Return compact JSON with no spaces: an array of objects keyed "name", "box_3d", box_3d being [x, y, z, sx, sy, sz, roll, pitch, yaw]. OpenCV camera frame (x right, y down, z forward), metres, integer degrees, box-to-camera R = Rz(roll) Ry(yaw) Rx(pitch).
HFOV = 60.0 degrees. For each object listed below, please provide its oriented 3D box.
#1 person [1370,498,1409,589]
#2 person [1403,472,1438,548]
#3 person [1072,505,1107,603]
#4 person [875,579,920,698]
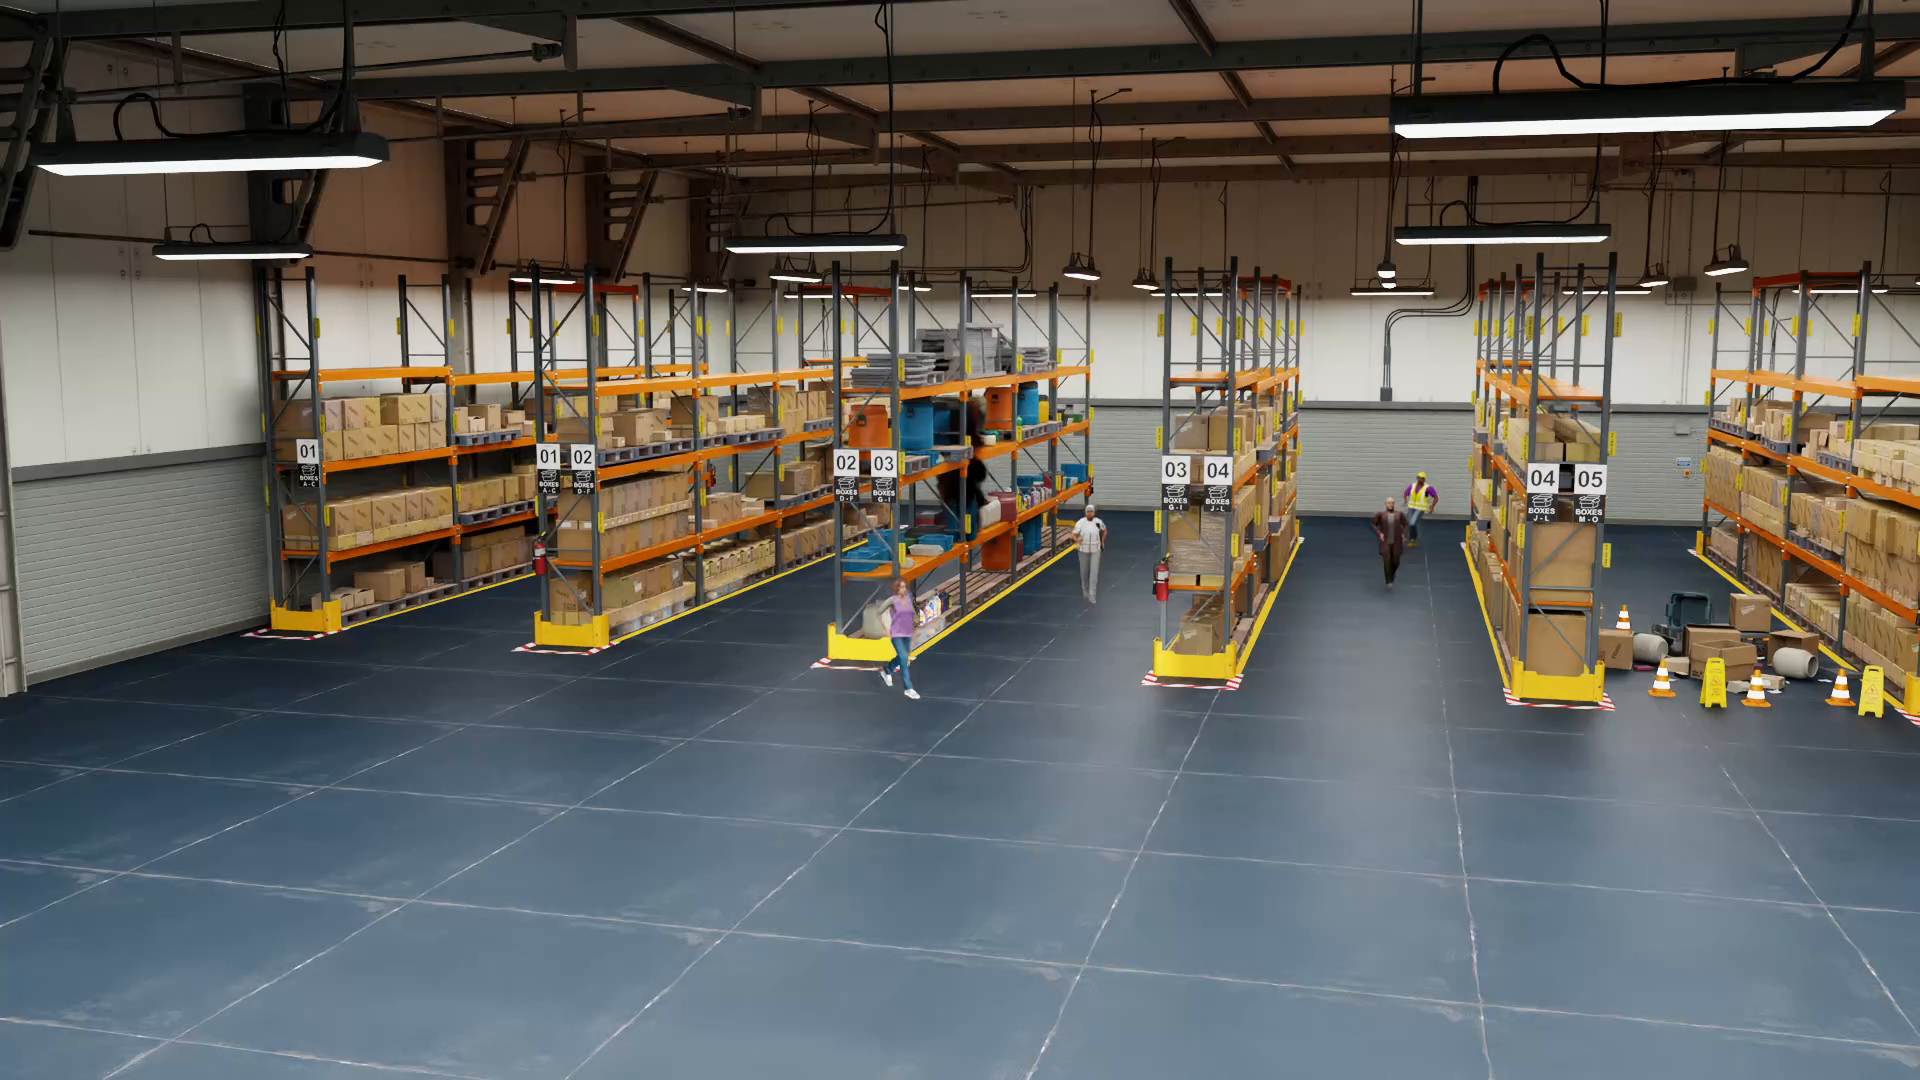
[{"name":"person","box_3d":[8.331,0.045,32.282,0.731,1.741,0.762,1,7,9]},{"name":"person","box_3d":[10.485,-0.681,38.109,0.776,1.748,0.605,7,10,43]},{"name":"person","box_3d":[2.259,0.221,28.996,0.613,1.684,0.833,0,7,3]},{"name":"person","box_3d":[-0.834,1.366,22.727,0.545,1.491,0.886,-6,10,-41]}]
